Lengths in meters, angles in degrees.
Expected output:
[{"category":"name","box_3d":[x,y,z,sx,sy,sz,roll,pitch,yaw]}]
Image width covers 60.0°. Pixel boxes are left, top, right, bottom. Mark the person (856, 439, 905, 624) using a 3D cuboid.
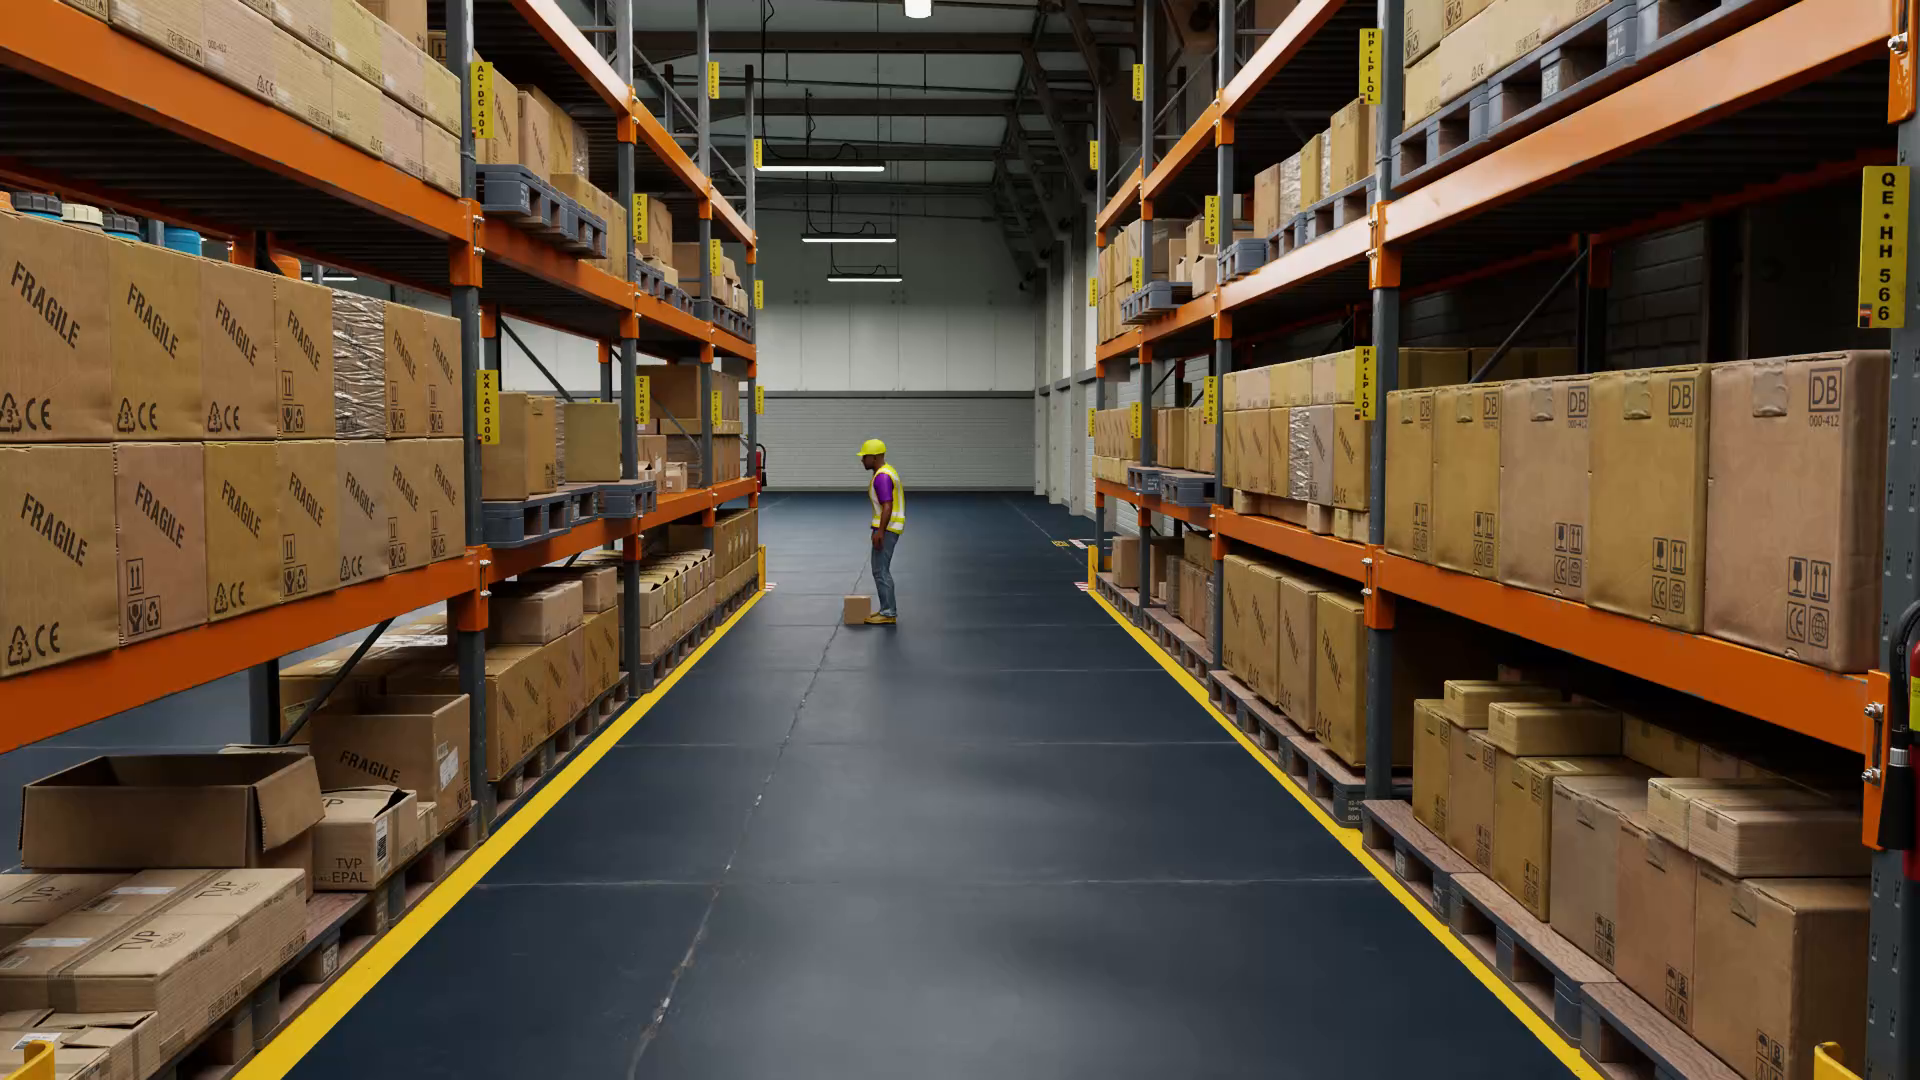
[{"category":"person","box_3d":[-0.758,-0.085,15.912,0.463,1.760,0.635,0,4,-3]}]
